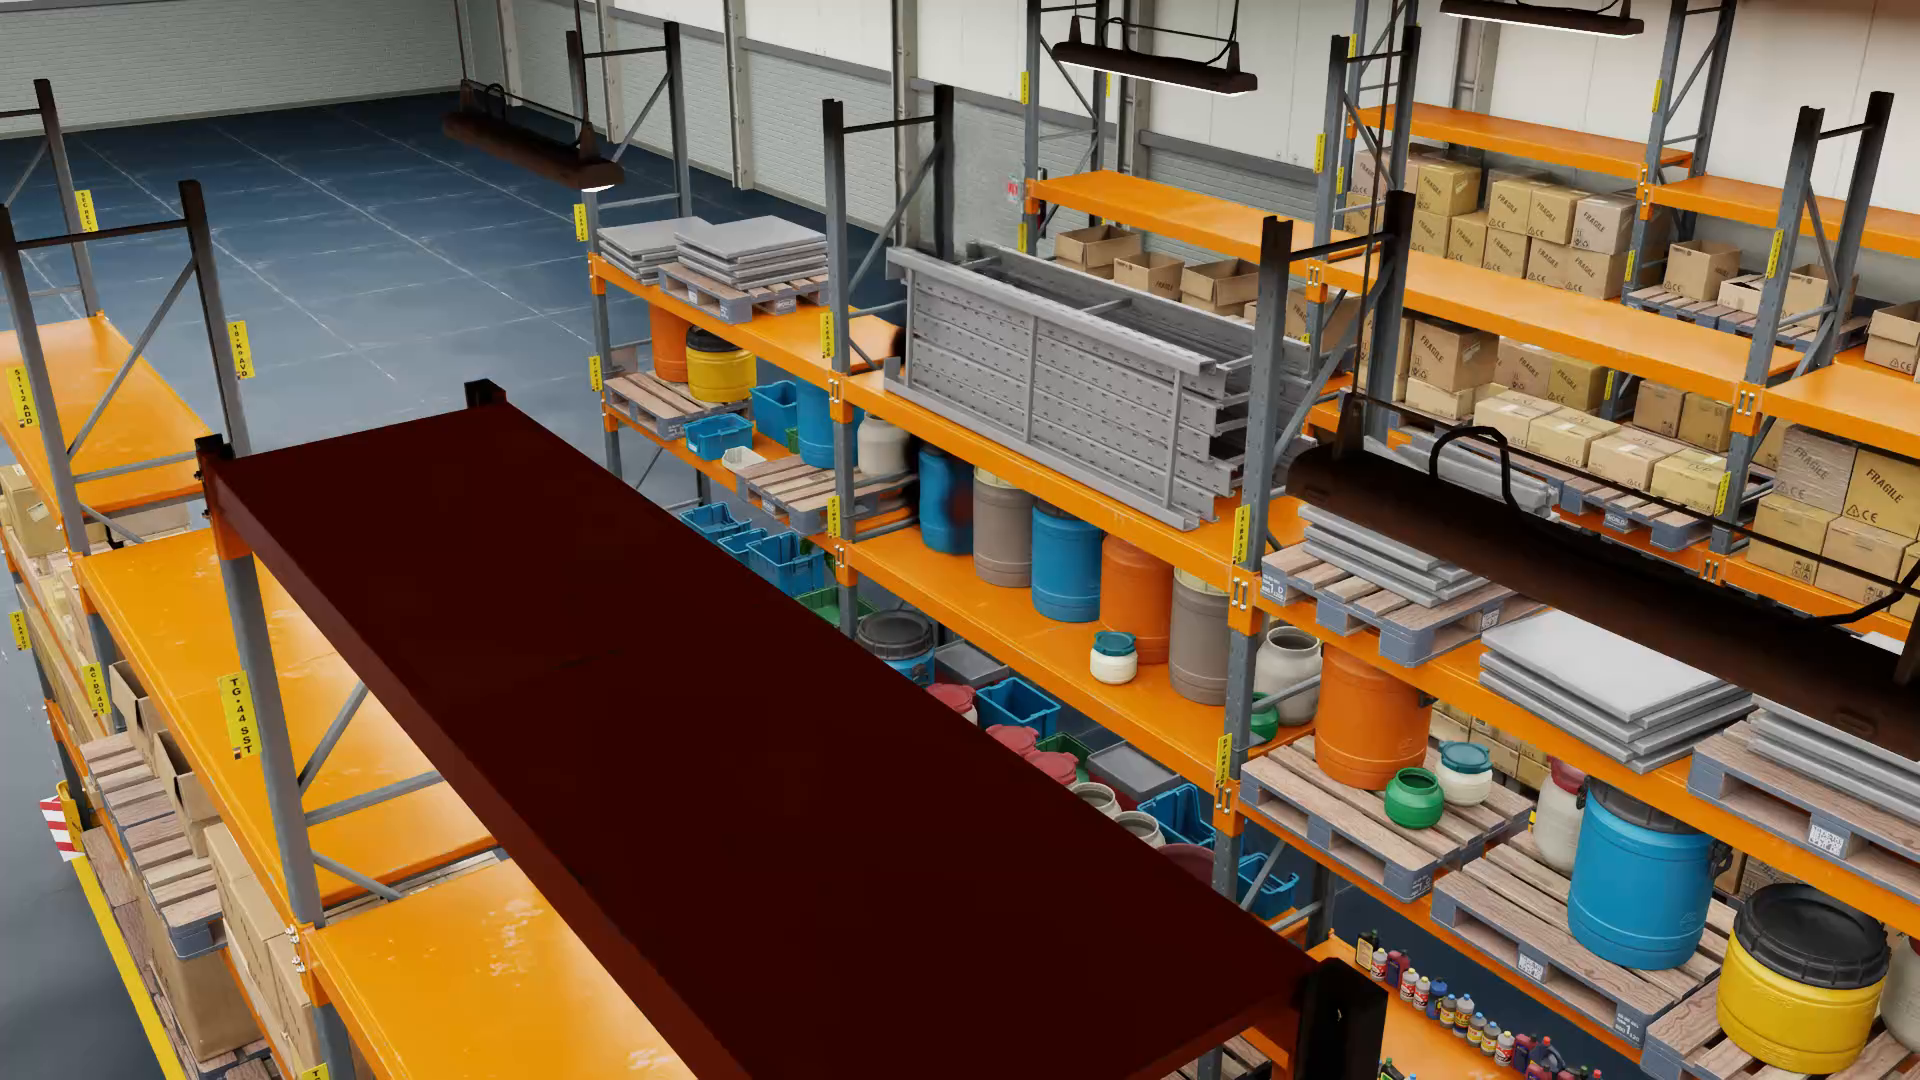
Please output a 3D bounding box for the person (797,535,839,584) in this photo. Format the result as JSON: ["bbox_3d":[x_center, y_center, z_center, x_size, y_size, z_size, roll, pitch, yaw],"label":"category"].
[{"bbox_3d":[-1.480,-0.072,17.027,0.754,1.853,0.696,18,30,34],"label":"person"}]

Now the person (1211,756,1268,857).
[{"bbox_3d":[2.129,1.916,12.898,0.538,1.582,0.893,-19,31,-34],"label":"person"}]
